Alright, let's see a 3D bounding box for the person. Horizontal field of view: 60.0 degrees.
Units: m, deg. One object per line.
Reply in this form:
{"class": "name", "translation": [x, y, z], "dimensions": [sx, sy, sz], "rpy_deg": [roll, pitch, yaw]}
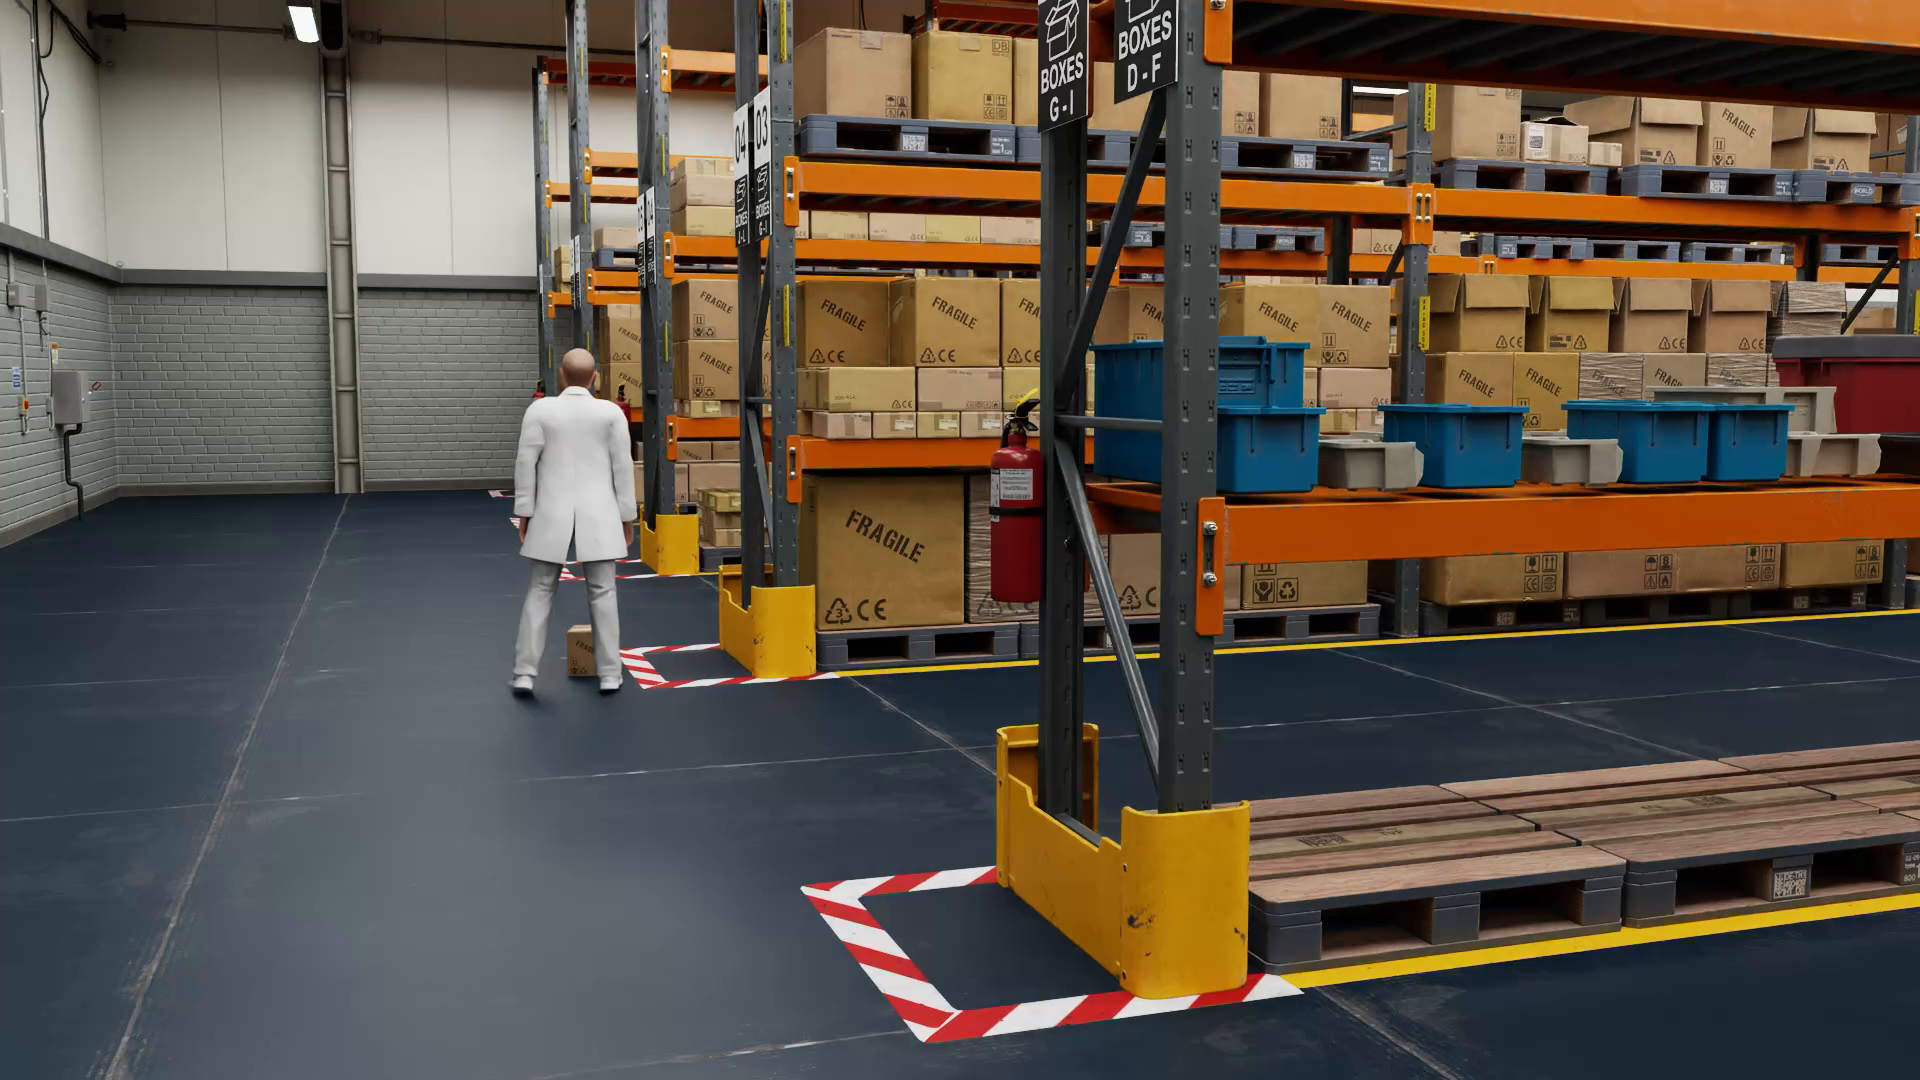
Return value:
{"class": "person", "translation": [-2.021, -0.106, 8.676], "dimensions": [0.667, 1.779, 0.416], "rpy_deg": [-1, 6, -10]}
